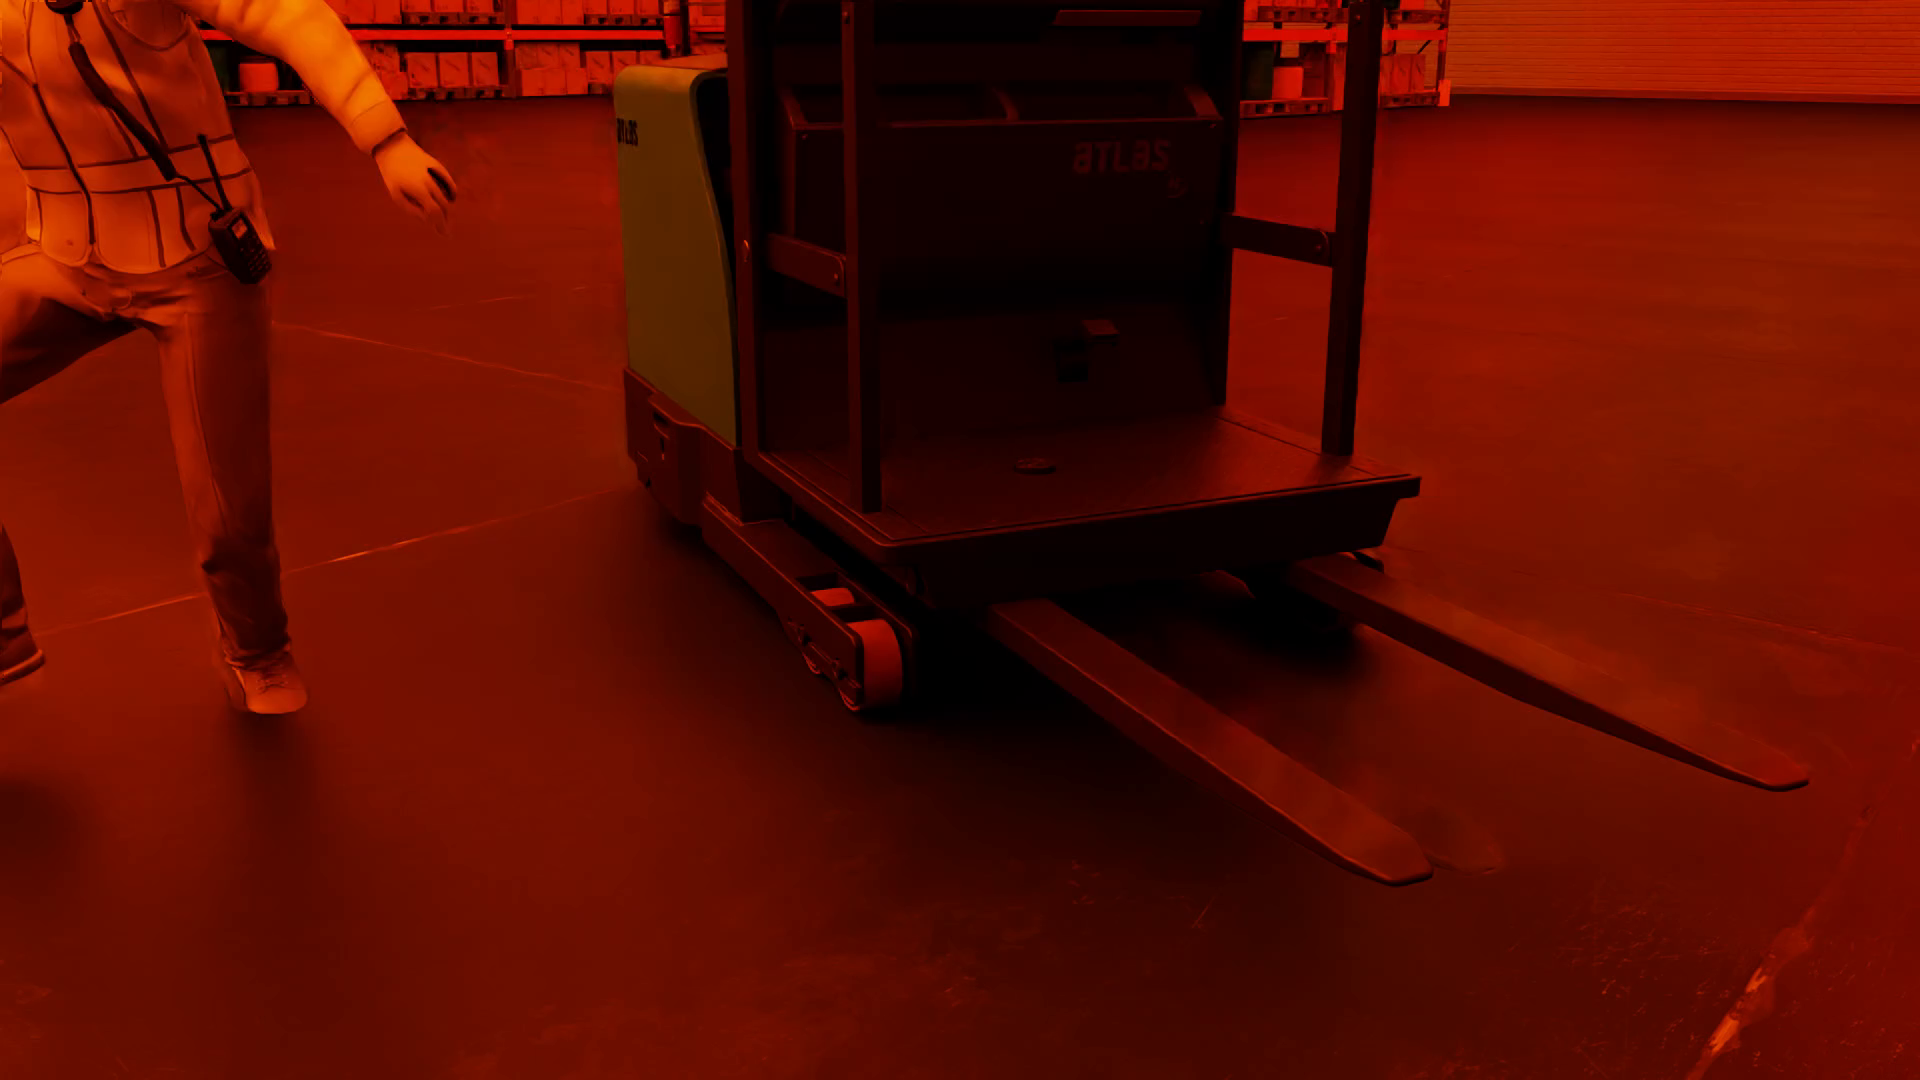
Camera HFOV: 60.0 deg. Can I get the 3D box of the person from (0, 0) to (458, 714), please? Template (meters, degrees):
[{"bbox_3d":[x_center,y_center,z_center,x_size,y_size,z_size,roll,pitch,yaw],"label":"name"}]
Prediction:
[{"bbox_3d":[-1.262,-0.394,2.652,1.060,1.608,0.544,4,17,13],"label":"person"}]

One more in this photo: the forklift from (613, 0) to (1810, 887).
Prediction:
[{"bbox_3d":[0.179,-1.240,2.981,1.130,2.935,3.031,-7,18,-23],"label":"forklift"}]
